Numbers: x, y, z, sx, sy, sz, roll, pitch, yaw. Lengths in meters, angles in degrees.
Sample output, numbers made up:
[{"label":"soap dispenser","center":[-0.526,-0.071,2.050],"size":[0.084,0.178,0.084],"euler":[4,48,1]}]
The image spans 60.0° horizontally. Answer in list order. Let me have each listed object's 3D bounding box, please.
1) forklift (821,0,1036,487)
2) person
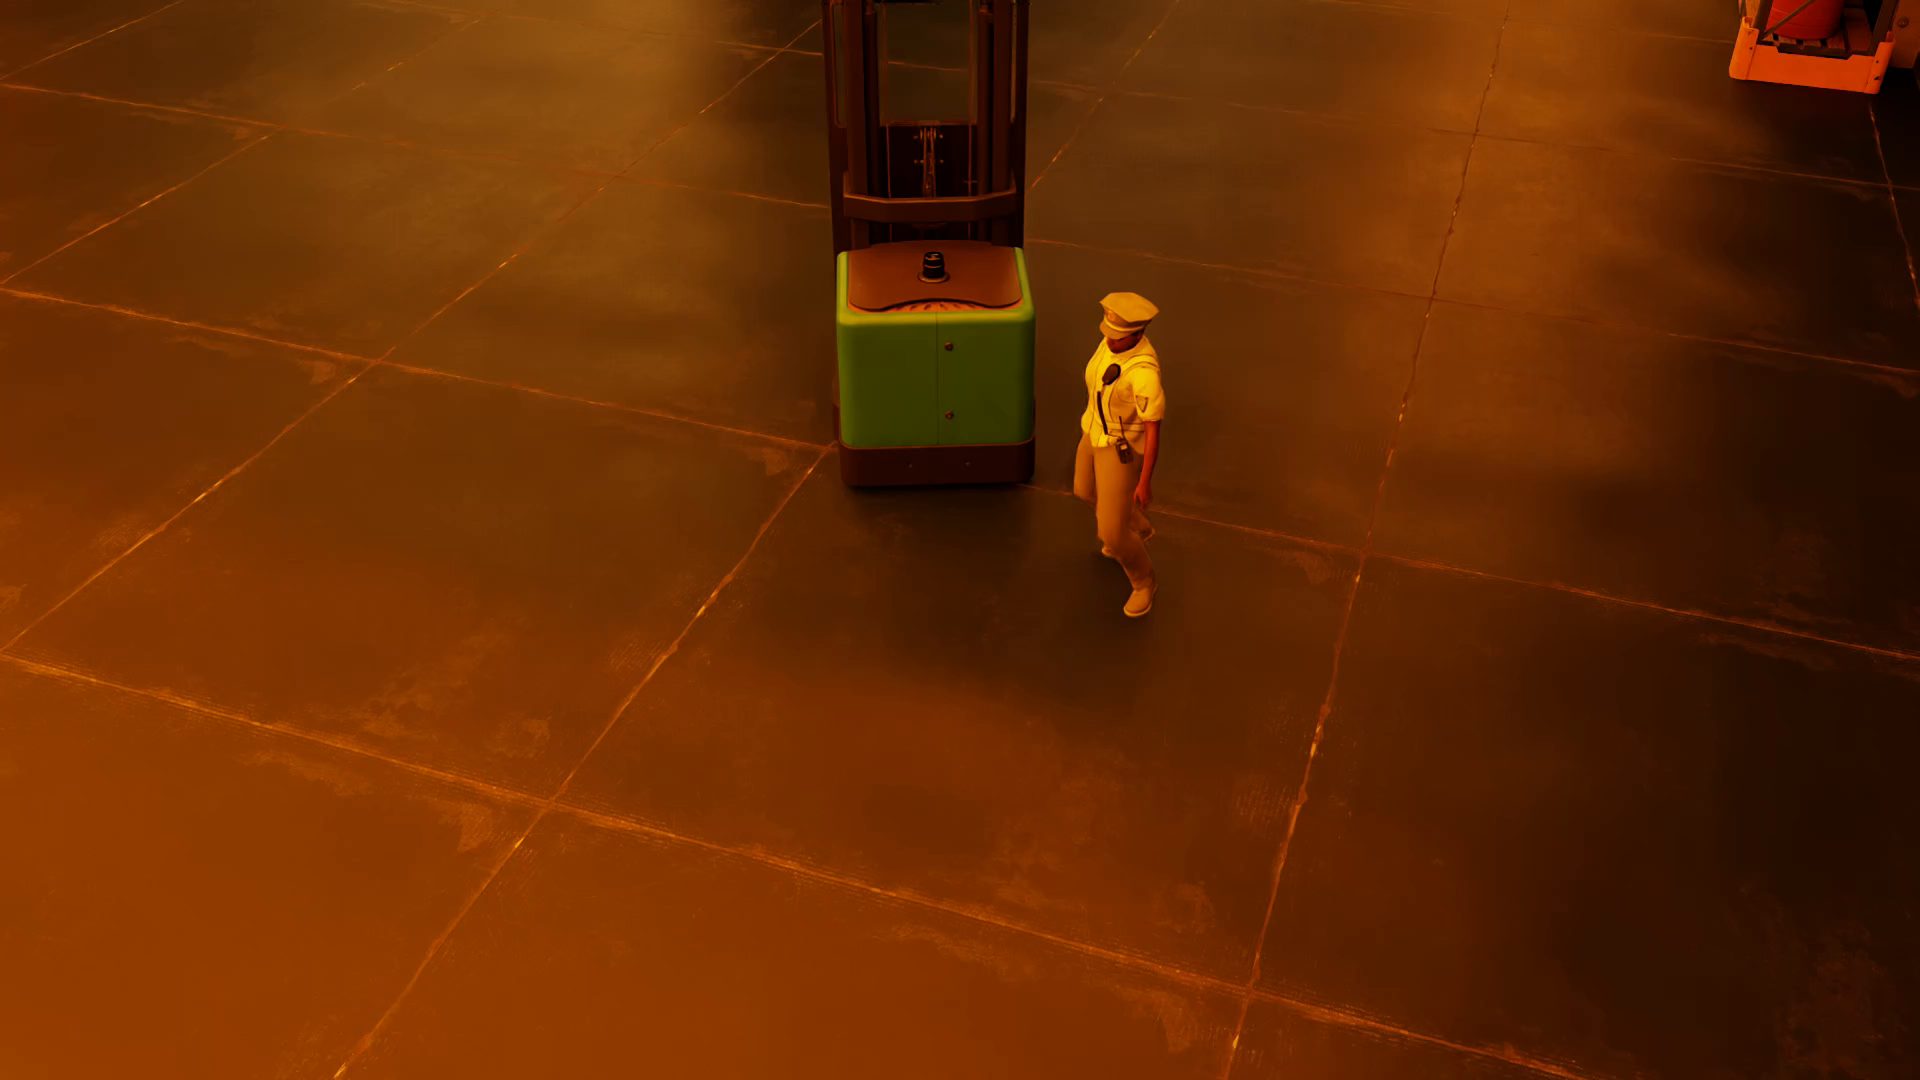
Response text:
[{"label":"forklift","center":[-0.196,-2.311,9.371],"size":[1.130,2.935,3.031],"euler":[-2,35,-3]},{"label":"person","center":[0.815,-0.499,7.990],"size":[0.466,1.592,0.812],"euler":[-9,36,-12]}]
